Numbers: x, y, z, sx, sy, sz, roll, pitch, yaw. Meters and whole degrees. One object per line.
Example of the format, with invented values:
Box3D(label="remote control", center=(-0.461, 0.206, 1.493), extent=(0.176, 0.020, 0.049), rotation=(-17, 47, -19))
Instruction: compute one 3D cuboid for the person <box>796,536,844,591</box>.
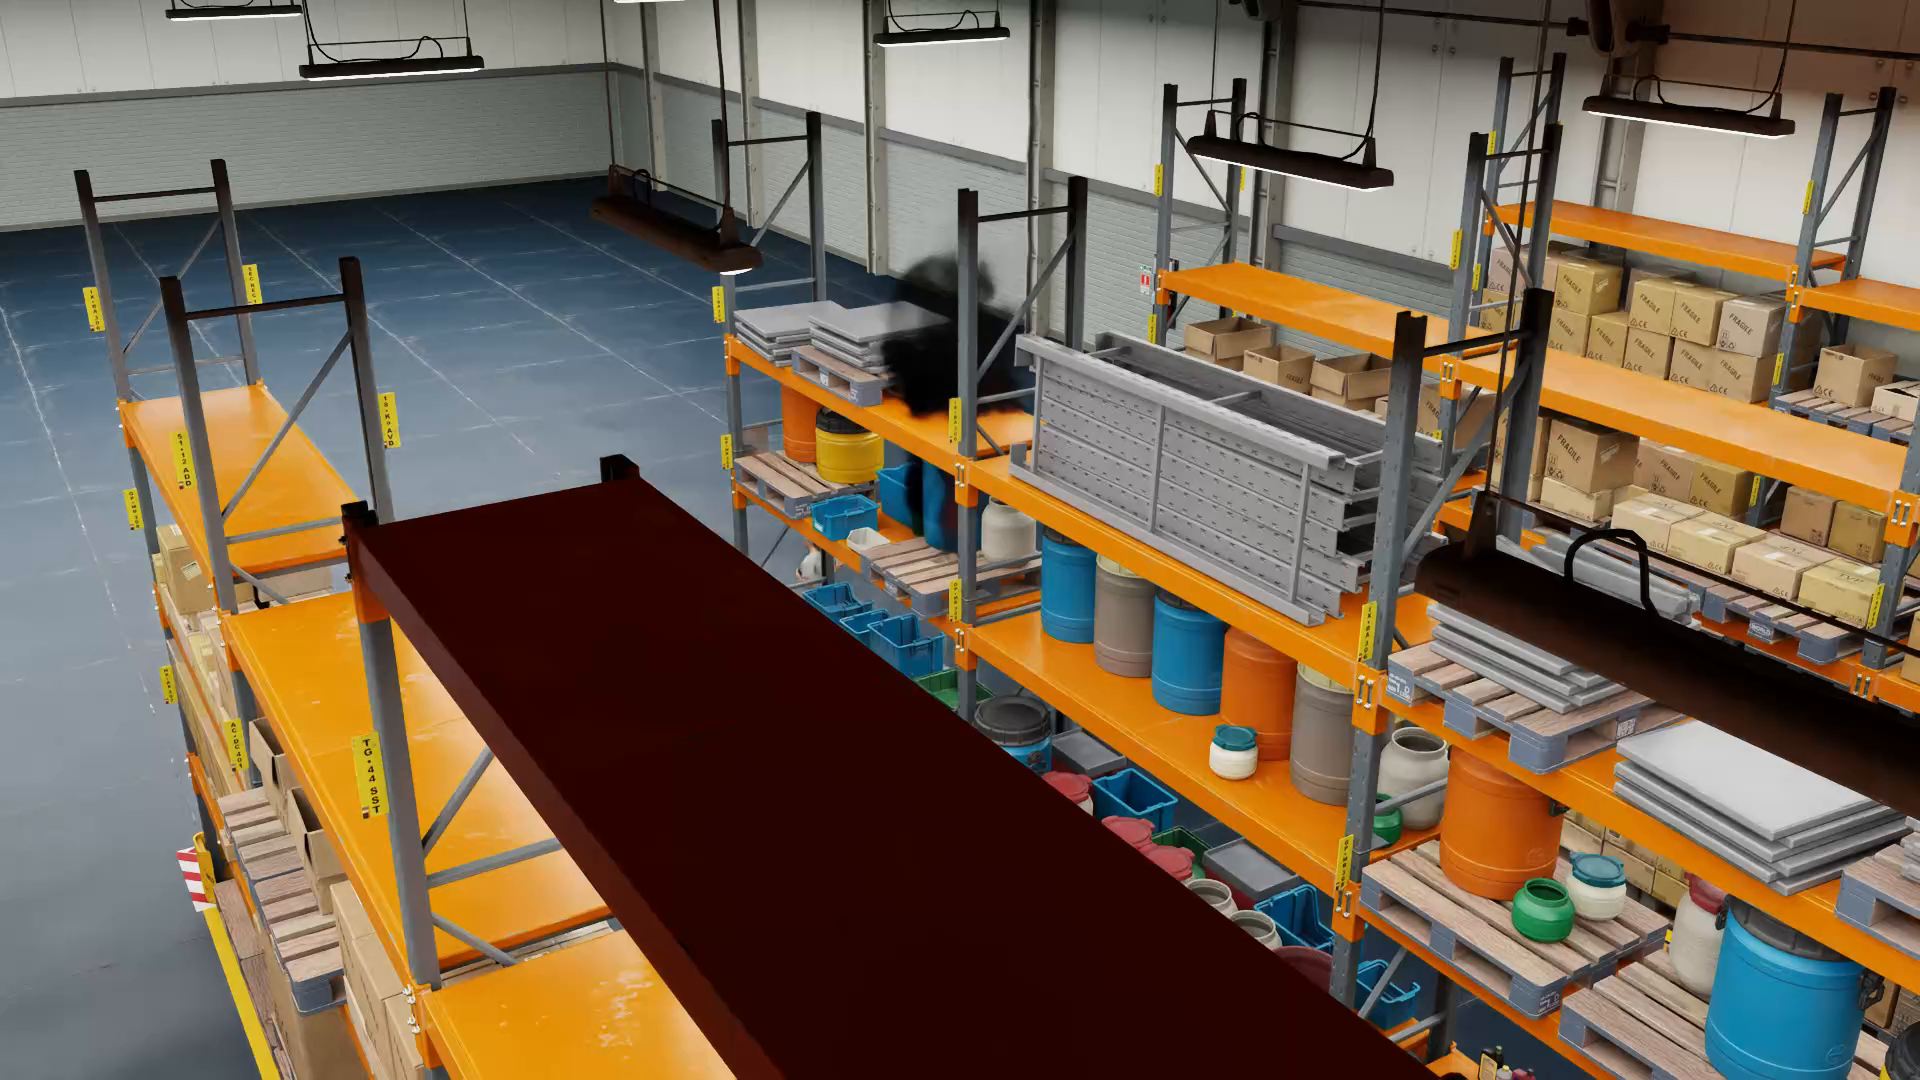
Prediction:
Box3D(label="person", center=(-1.465, 0.643, 17.606), extent=(0.619, 1.700, 0.568), rotation=(7, 23, 18))
